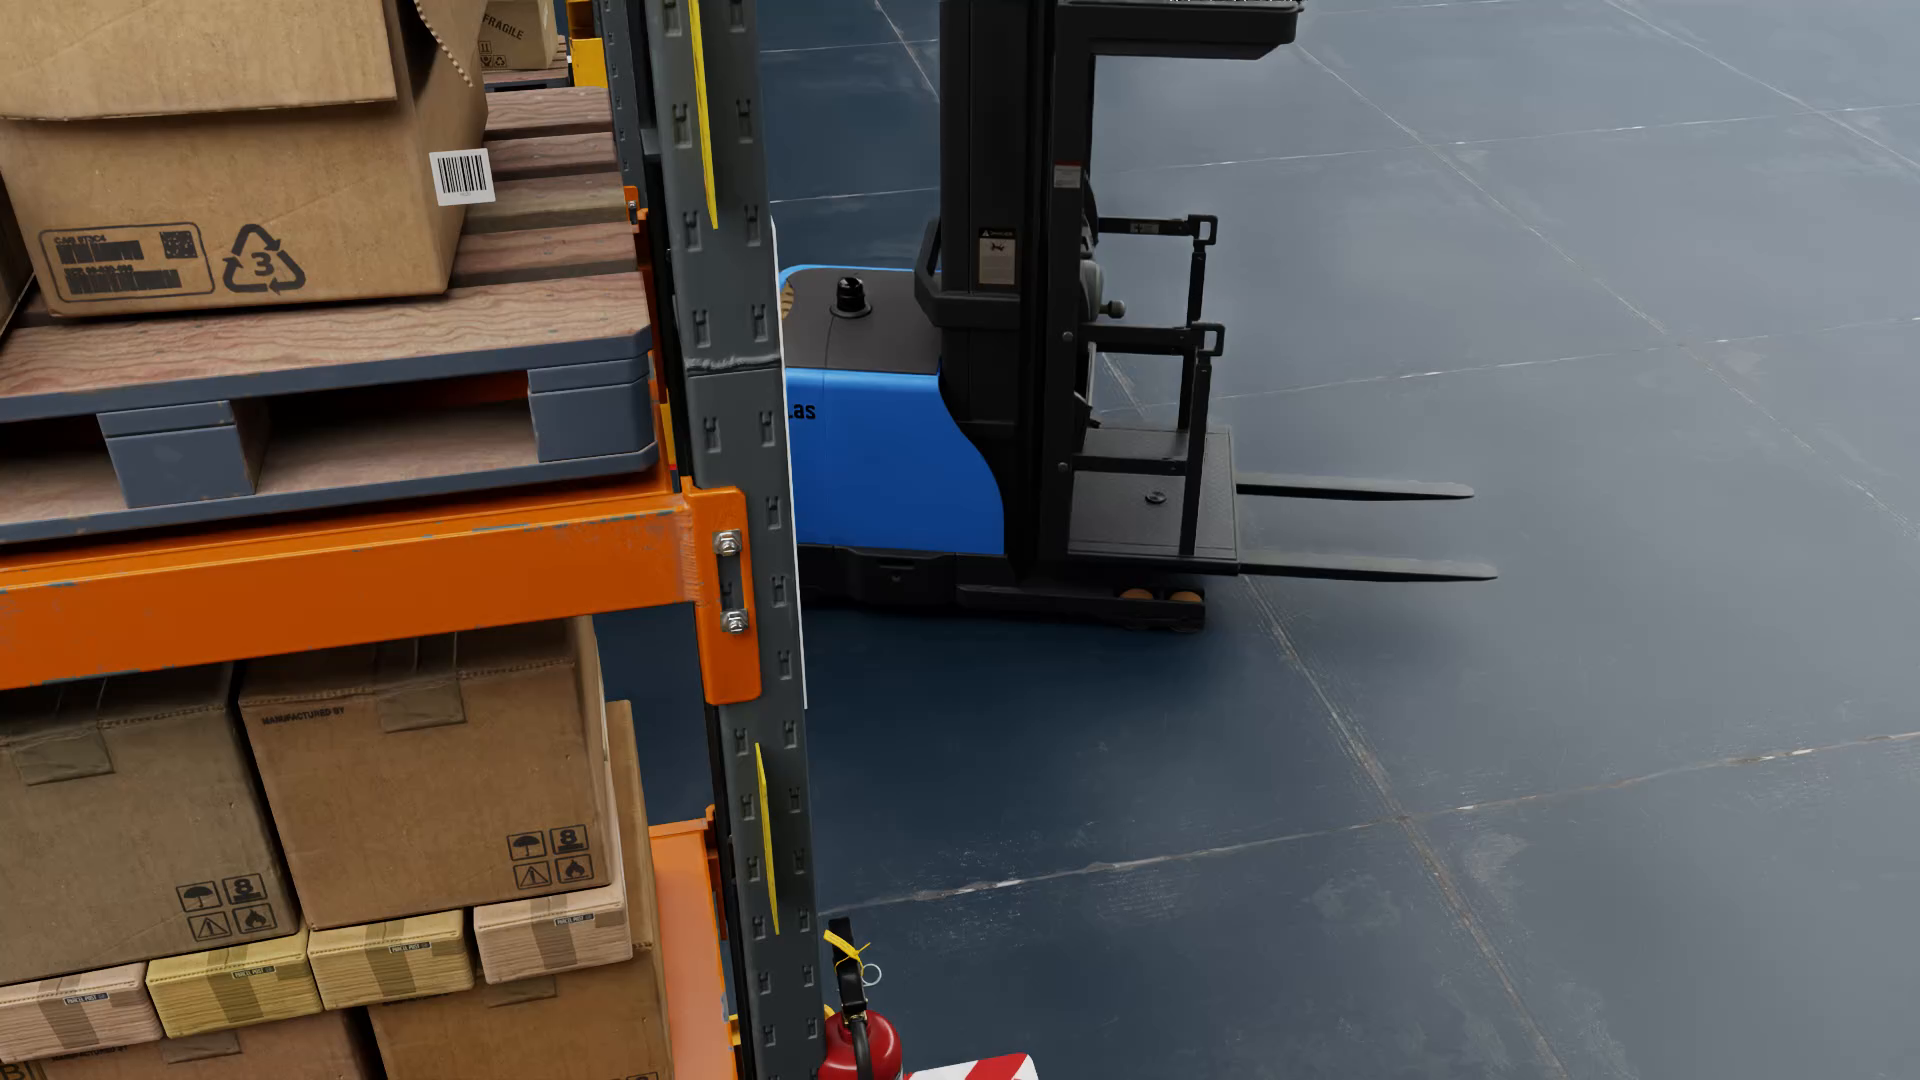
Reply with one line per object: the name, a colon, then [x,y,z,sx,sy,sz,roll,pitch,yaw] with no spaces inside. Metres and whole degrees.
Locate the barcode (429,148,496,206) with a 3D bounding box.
barcode: [-0.596,-0.435,1.993,0.075,0.075,0.001,-7,35,-11]

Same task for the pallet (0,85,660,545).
pallet: [-1.104,-0.383,2.517,1.213,0.211,1.003,-7,35,-11]

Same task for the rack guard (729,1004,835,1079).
rack guard: [-0.385,1.788,4.138,0.348,0.500,1.175,-7,35,-11]

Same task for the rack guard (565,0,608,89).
rack guard: [-2.664,-3.585,12.143,0.348,0.500,1.175,-7,35,-11]

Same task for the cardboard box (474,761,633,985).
cardboard box: [-0.739,0.592,3.004,0.250,0.149,0.380,-8,35,-11]

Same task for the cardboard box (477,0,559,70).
cardboard box: [-3.203,-3.701,11.939,0.500,0.500,0.500,-1,34,-2]

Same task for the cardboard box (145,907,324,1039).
cardboard box: [-1.243,0.657,2.908,0.250,0.149,0.380,-8,35,-11]

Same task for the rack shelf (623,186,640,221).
rack shelf: [-3.448,-1.395,7.283,4.000,0.370,1.077,-7,35,-11]

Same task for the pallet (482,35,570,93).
pallet: [-3.464,-3.384,12.103,1.213,0.211,1.003,-7,35,-11]

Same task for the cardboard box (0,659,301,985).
cardboard box: [-1.430,0.297,2.862,0.500,0.500,0.700,-8,35,-12]

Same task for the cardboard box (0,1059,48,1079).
cardboard box: [-1.863,0.887,3.147,0.500,0.500,0.700,-7,34,-10]

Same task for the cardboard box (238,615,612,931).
cardboard box: [-0.918,0.229,2.962,0.500,0.500,0.700,-7,35,-10]

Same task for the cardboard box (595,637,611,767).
cardboard box: [-0.838,0.373,3.331,0.250,0.149,0.380,-7,35,-11]

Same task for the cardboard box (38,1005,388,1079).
cardboard box: [-1.378,0.829,3.234,0.500,0.500,0.700,-6,34,-9]

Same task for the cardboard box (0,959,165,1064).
cardboard box: [-1.489,0.686,2.863,0.250,0.149,0.380,-7,34,-10]

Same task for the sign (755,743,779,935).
sign: [-0.302,0.470,2.606,0.005,0.325,0.100,-7,35,-11]

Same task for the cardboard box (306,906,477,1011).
cardboard box: [-0.994,0.625,2.955,0.250,0.149,0.380,-6,34,-9]

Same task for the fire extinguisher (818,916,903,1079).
fire extinguisher: [-0.190,1.023,3.104,0.183,0.674,0.296,-7,35,-11]

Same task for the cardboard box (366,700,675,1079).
cardboard box: [-0.866,0.761,3.334,0.500,0.500,0.700,-7,35,-11]

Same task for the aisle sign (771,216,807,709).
aisle sign: [-0.279,-0.175,2.486,0.004,0.787,0.394,-7,35,-11]

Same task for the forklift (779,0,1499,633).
forklift: [0.676,-1.155,6.341,3.031,2.935,1.130,3,34,5]

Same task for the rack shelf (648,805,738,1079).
rack shelf: [-2.359,1.297,3.271,4.000,0.370,1.077,-7,35,-11]

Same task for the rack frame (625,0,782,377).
rack frame: [-0.408,-1.739,1.765,0.127,3.000,1.000,-7,35,-11]

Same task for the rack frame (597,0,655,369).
rack frame: [-1.497,-1.940,7.449,0.127,3.000,1.000,-7,35,-11]

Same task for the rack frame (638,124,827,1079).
rack frame: [-0.408,0.753,3.437,0.127,3.000,1.000,-7,35,-11]

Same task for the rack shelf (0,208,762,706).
rack shelf: [-2.359,0.052,2.435,4.000,0.370,1.077,-7,35,-11]

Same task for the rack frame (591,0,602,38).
rack frame: [-2.590,-4.632,11.461,0.127,3.000,1.000,-7,35,-11]

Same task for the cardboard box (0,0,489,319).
cardboard box: [-0.970,-0.700,2.314,0.637,0.503,0.797,-5,34,-7]

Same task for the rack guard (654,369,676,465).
rack guard: [-1.561,-0.867,8.094,0.348,0.500,1.175,-7,35,-11]

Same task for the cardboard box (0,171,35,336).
cardboard box: [-1.473,-0.378,2.062,0.500,0.250,0.500,-7,35,-11]

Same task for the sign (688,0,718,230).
sign: [-0.302,-0.531,1.934,0.005,0.325,0.100,-7,35,-11]
